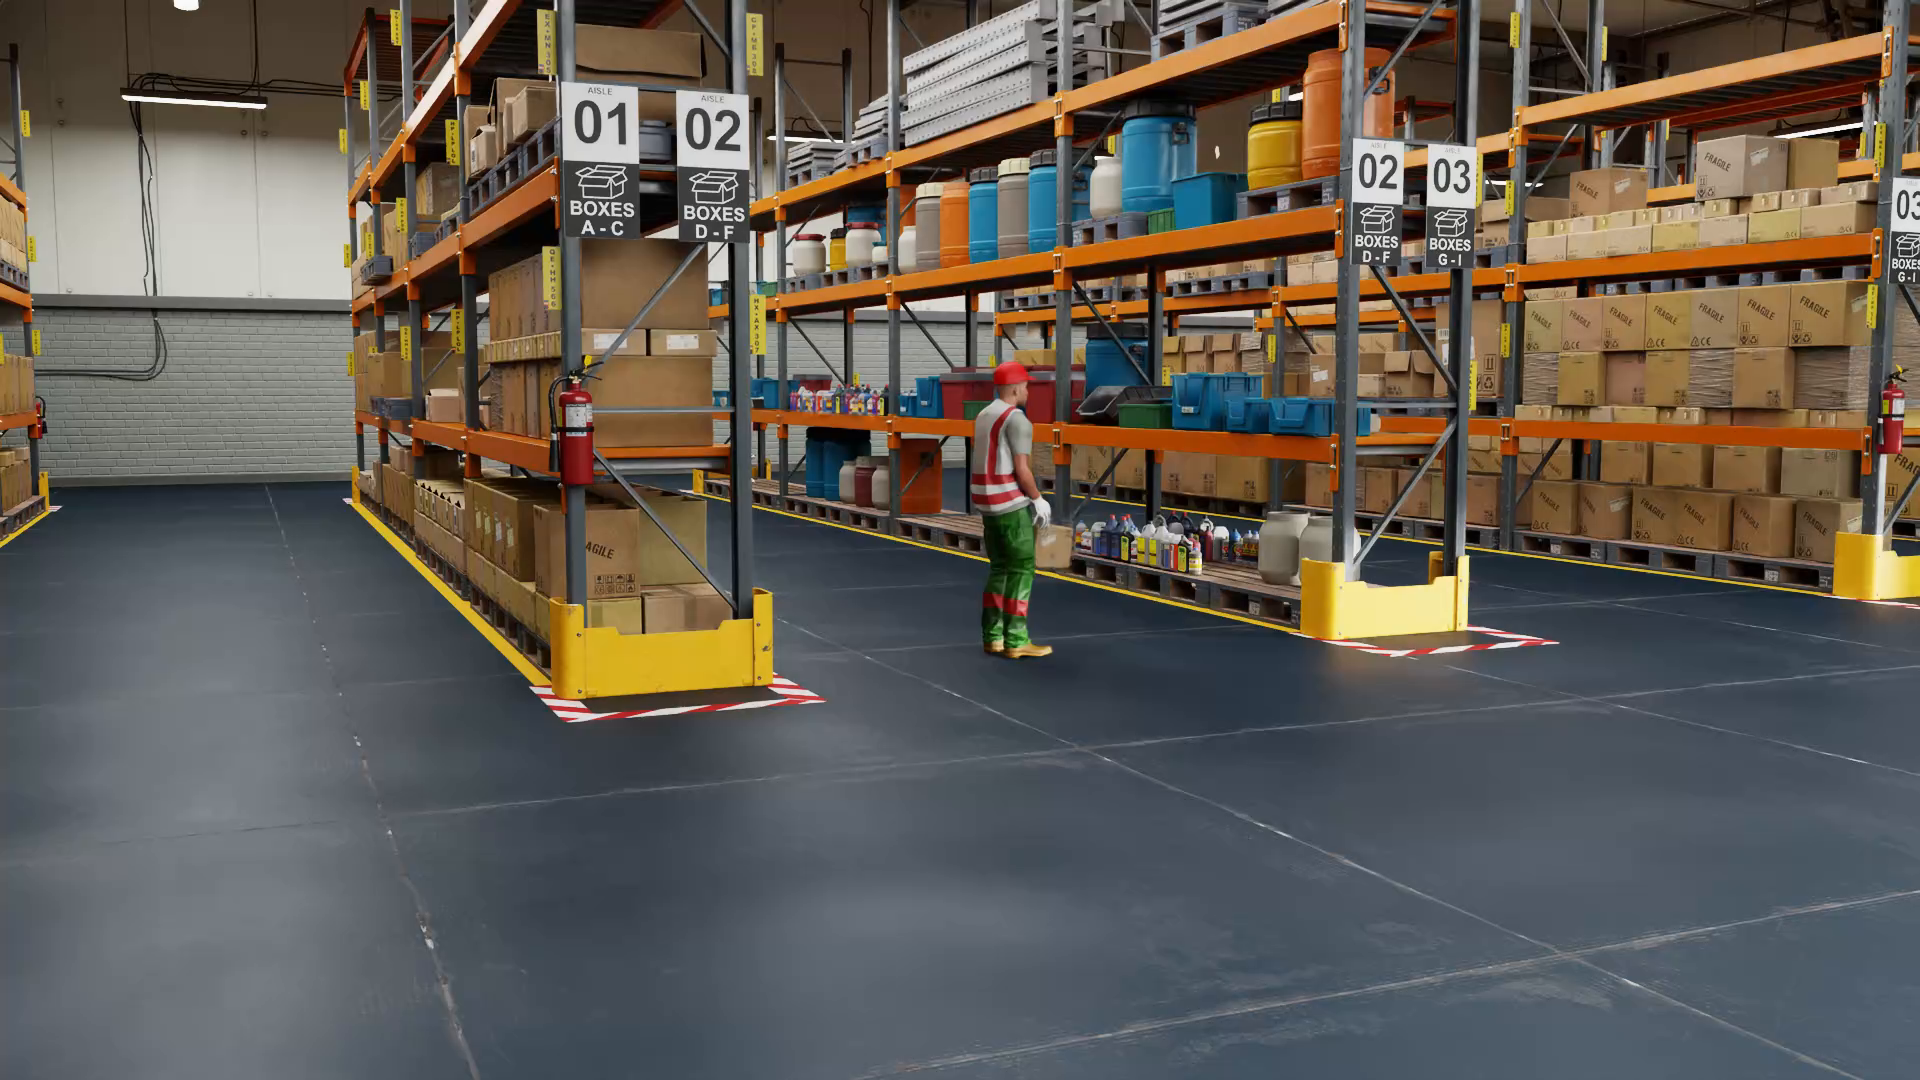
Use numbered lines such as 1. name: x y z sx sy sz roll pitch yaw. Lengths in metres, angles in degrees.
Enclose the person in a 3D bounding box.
1. person: 0.293 -0.193 10.153 0.414 1.788 0.544 -2 6 -25
